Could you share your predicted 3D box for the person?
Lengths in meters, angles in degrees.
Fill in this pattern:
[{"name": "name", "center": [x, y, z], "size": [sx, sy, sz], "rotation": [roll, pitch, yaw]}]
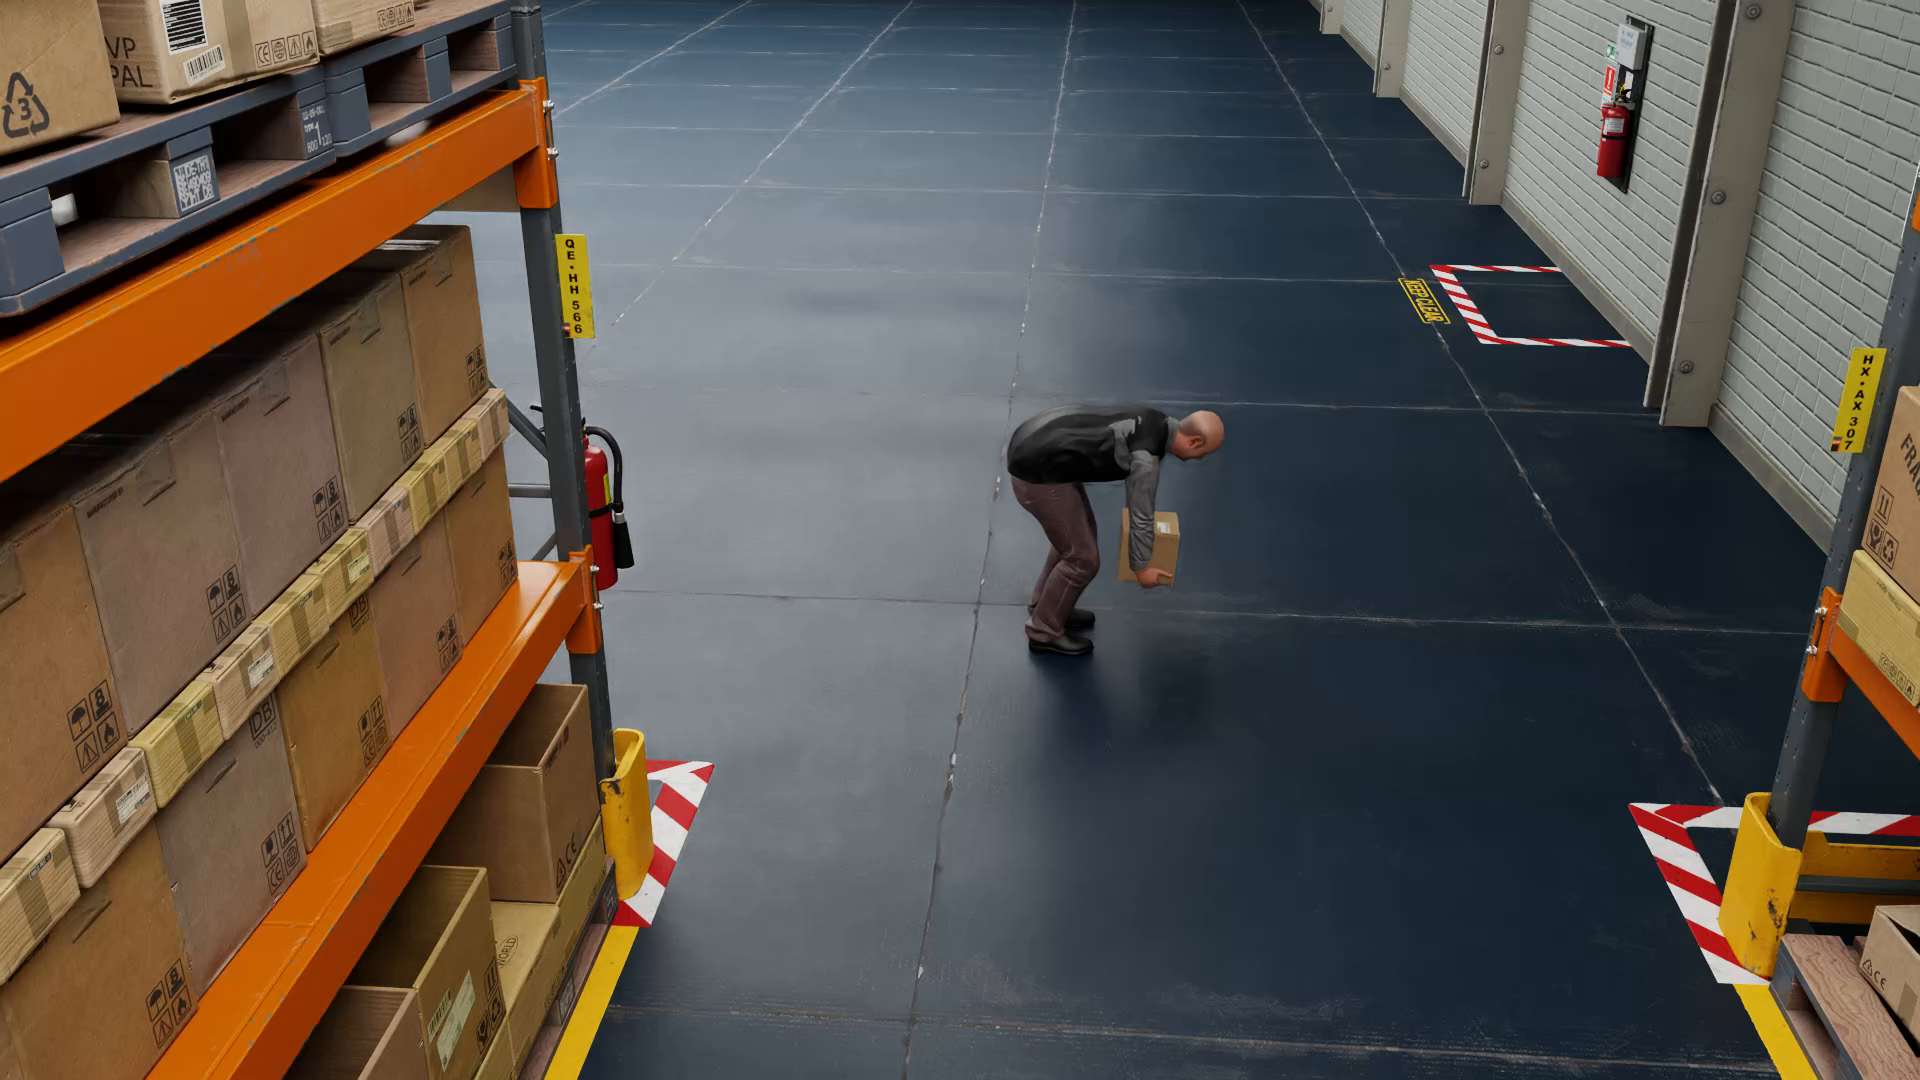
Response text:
[{"name": "person", "center": [0.684, -0.067, 7.485], "size": [0.955, 1.145, 0.462], "rotation": [1, 24, 2]}]
